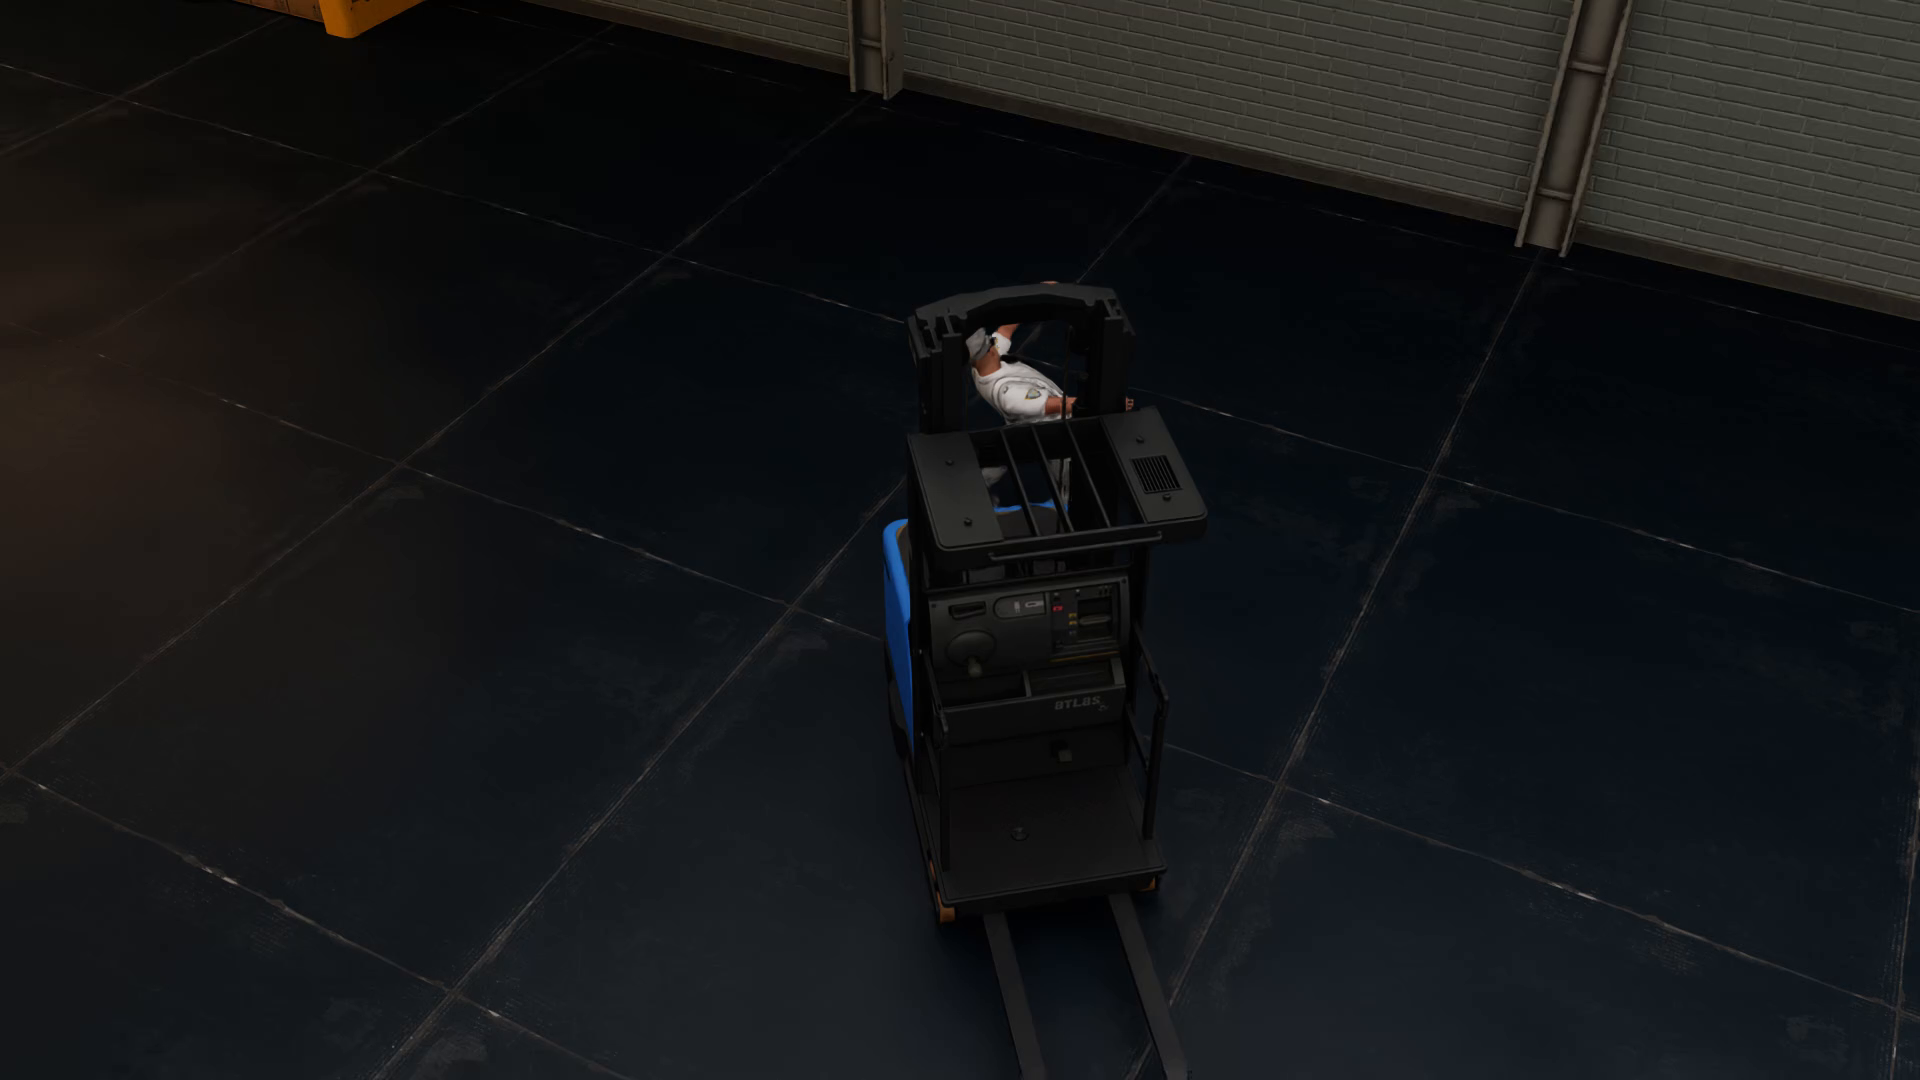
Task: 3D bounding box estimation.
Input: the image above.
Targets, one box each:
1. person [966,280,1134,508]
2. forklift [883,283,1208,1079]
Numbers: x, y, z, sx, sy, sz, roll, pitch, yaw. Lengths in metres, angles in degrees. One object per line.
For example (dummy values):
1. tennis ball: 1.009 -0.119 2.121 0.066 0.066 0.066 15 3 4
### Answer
1. person: 0.465 -0.583 9.701 0.737 1.594 1.072 -27 47 -29
2. forklift: 0.364 0.471 7.427 1.130 2.935 3.031 -7 41 -8
